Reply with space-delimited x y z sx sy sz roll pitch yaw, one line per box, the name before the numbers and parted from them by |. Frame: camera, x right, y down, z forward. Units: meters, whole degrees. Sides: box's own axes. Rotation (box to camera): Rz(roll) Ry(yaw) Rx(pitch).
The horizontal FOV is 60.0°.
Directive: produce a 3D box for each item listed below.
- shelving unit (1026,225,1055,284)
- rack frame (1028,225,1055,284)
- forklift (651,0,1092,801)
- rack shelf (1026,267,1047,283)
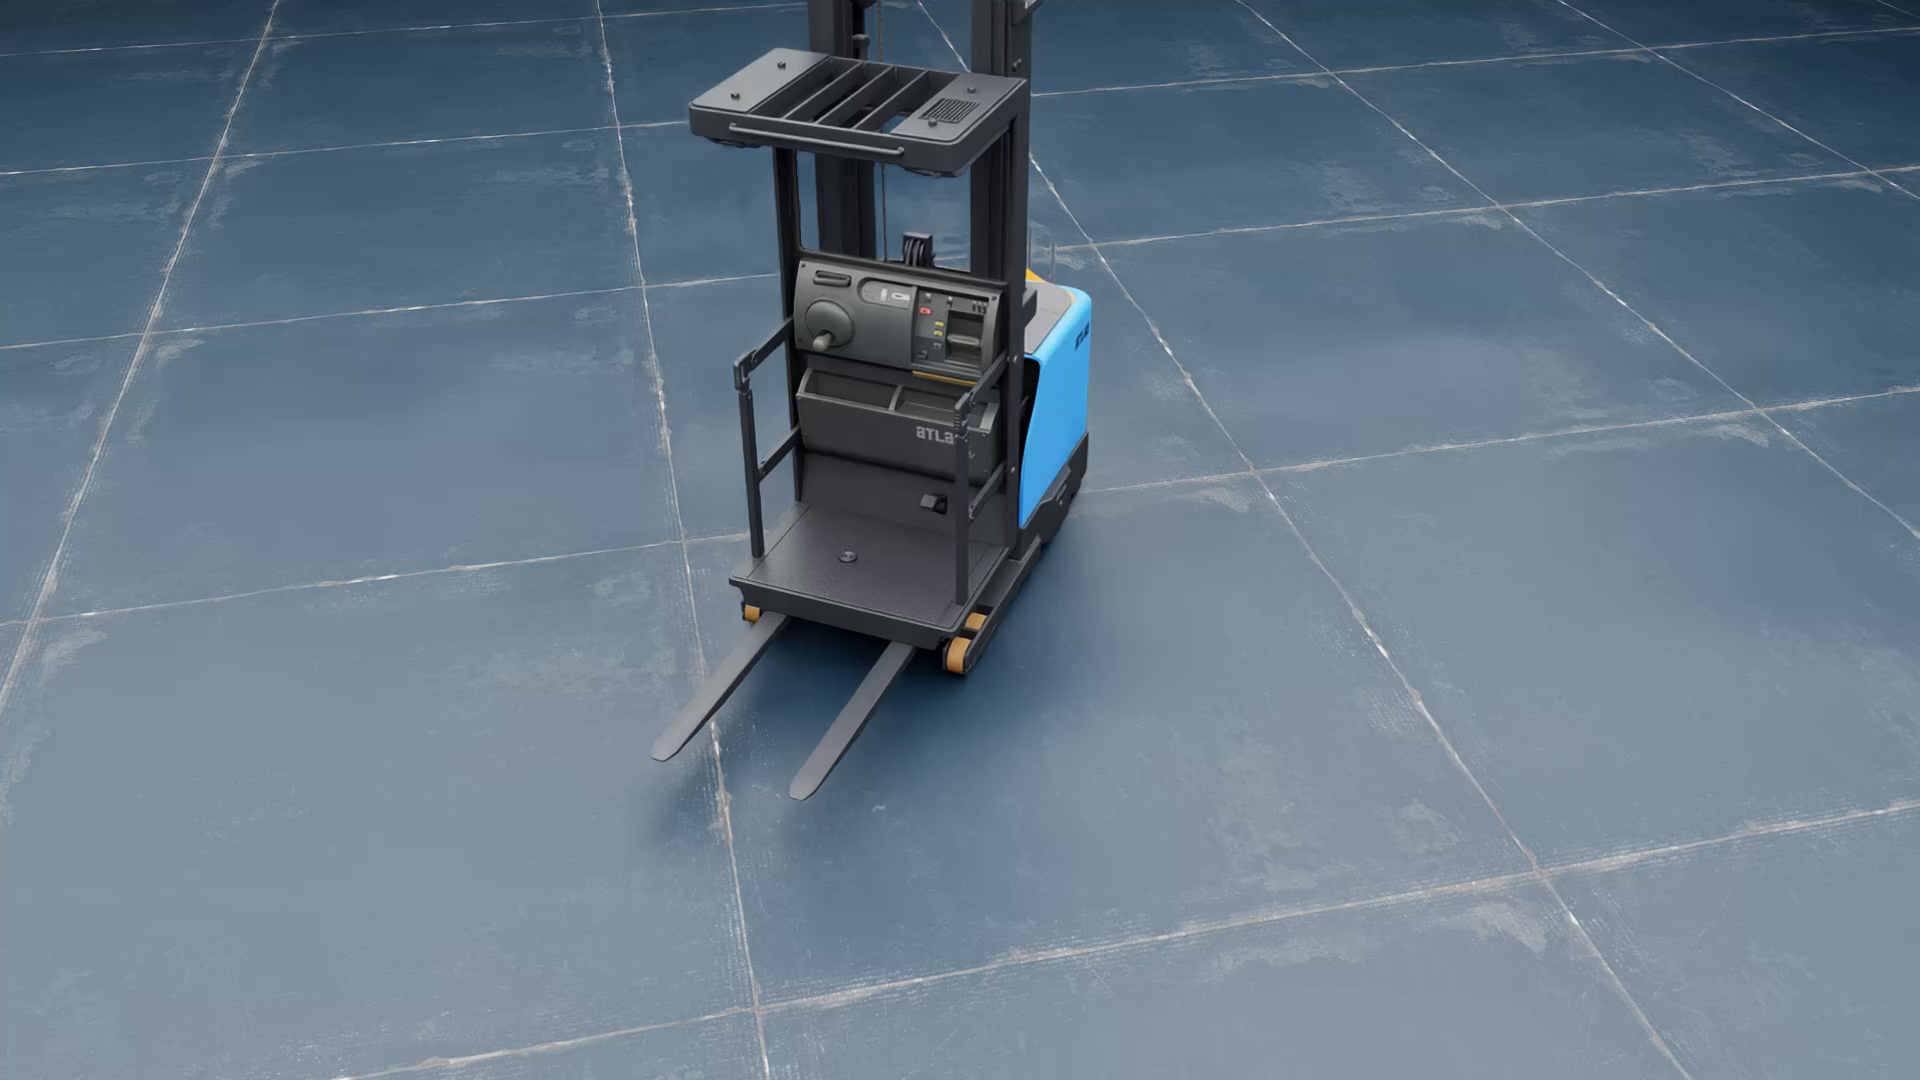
shelving unit | 0.334 -1.024 8.699 0.189 1.200 0.258 -18 38 -24
rack frame | 0.413 -1.050 8.737 0.006 1.200 0.240 -18 38 -24
forklift | -0.354 -0.888 6.942 1.130 2.935 3.031 12 36 18
rack shelf | 0.334 -1.287 8.524 0.180 0.103 0.258 -18 38 -24
